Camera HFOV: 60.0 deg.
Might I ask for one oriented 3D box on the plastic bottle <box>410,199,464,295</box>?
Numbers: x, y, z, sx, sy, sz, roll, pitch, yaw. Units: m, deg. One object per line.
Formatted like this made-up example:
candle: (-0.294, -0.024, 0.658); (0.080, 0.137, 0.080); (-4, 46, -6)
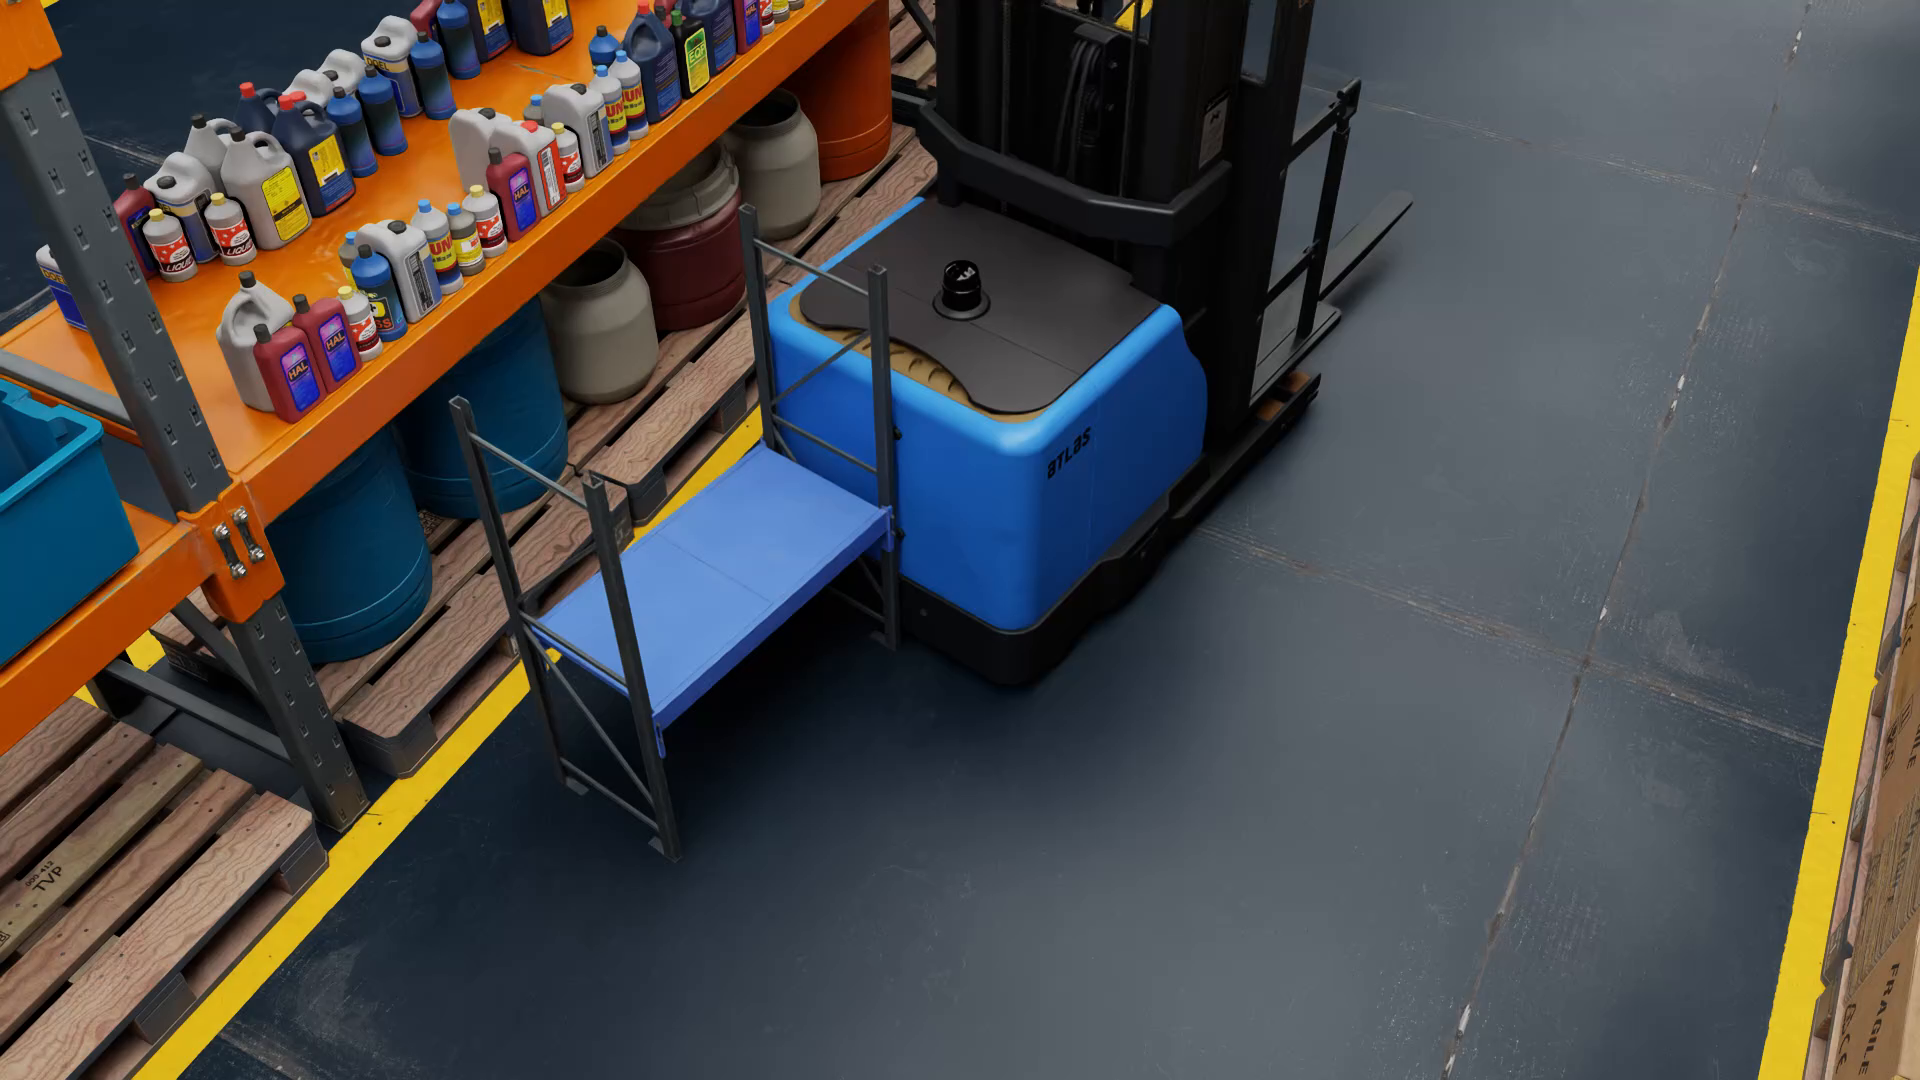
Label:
plastic bottle: (-1.429, -0.804, 4.526); (0.097, 0.271, 0.097); (0, 45, 0)

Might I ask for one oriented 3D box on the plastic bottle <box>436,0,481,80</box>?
plastic bottle: (-1.613, -1.624, 5.336); (0.097, 0.271, 0.097); (0, 45, 0)

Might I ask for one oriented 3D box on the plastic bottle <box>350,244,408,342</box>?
plastic bottle: (-1.537, -0.658, 4.382); (0.097, 0.271, 0.097); (0, 45, 0)

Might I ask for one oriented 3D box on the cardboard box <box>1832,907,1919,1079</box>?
cardboard box: (2.369, 1.258, 3.845); (0.500, 0.500, 0.500); (21, 49, 19)

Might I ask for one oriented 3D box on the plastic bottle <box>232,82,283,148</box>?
plastic bottle: (-2.006, -1.175, 4.837); (0.144, 0.351, 0.185); (20, 49, 19)

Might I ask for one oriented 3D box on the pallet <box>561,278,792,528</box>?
pallet: (-1.269, -0.653, 6.247); (1.003, 0.211, 1.213); (20, 49, 19)

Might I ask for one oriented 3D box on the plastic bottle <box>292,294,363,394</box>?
plastic bottle: (-1.619, -0.522, 4.239); (0.061, 0.283, 0.133); (20, 49, 19)

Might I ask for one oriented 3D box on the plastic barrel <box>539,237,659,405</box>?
plastic barrel: (-1.291, -0.772, 5.858); (0.421, 0.512, 0.421); (0, 45, 0)

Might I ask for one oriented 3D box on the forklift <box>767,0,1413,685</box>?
forklift: (0.682, -1.578, 5.249); (1.130, 2.935, 3.031); (28, 52, 25)

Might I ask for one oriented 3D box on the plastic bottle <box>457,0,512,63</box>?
plastic bottle: (-1.581, -1.753, 5.408); (0.144, 0.351, 0.185); (20, 49, 19)

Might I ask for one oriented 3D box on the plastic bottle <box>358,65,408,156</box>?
plastic bottle: (-1.747, -1.302, 5.018); (0.097, 0.271, 0.097); (0, 45, 0)

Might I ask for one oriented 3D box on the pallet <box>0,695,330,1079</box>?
pallet: (-2.536, 1.067, 4.547); (1.003, 0.211, 1.213); (20, 49, 19)

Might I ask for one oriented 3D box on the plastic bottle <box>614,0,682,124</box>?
plastic bottle: (-0.971, -1.489, 5.147); (0.144, 0.351, 0.185); (20, 49, 19)

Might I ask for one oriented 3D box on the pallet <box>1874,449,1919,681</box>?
pallet: (3.633, 0.167, 5.437); (1.003, 0.211, 1.213); (20, 49, 19)

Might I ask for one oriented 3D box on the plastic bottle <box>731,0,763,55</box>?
plastic bottle: (-0.713, -1.752, 5.455); (0.061, 0.283, 0.133); (20, 49, 19)

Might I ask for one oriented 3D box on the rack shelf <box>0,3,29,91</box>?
rack shelf: (-3.158, 0.069, 1.970); (1.077, 0.370, 4.000); (20, 49, 19)

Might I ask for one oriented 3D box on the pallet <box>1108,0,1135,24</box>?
pallet: (0.589, -3.170, 8.734); (1.003, 0.211, 1.213); (20, 49, 19)

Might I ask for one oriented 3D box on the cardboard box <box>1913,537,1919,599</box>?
cardboard box: (3.311, -0.023, 5.112); (0.500, 0.500, 0.500); (19, 48, 18)

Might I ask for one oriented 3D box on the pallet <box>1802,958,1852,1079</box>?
pallet: (2.501, 1.704, 3.918); (1.003, 0.211, 1.213); (20, 49, 19)

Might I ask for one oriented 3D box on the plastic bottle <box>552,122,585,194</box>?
plastic bottle: (-1.169, -1.133, 4.900); (0.097, 0.201, 0.097); (0, 45, 0)

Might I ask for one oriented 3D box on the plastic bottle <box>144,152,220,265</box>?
plastic bottle: (-2.163, -0.931, 4.648); (0.152, 0.276, 0.135); (20, 49, 19)

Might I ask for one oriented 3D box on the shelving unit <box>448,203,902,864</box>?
shelving unit: (-0.706, 0.009, 4.687); (0.538, 1.500, 1.048); (28, 52, 25)

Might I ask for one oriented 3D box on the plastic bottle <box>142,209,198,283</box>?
plastic bottle: (-2.187, -0.820, 4.592); (0.097, 0.201, 0.097); (0, 45, 0)

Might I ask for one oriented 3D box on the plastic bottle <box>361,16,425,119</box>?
plastic bottle: (-1.759, -1.479, 5.190); (0.152, 0.276, 0.135); (20, 49, 19)

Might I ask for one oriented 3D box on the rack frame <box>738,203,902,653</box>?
rack frame: (-0.398, -0.279, 4.971); (0.500, 1.500, 0.032); (28, 52, 25)

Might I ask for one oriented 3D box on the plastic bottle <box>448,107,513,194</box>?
plastic bottle: (-1.382, -1.145, 4.860); (0.152, 0.276, 0.135); (20, 49, 19)

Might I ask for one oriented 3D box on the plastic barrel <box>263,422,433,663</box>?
plastic barrel: (-1.961, -0.136, 4.956); (0.600, 0.901, 0.708); (20, 49, 19)

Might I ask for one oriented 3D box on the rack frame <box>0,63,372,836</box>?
rack frame: (-2.229, -0.389, 4.026); (1.000, 3.000, 0.127); (20, 49, 19)

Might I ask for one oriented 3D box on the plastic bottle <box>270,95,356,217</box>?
plastic bottle: (-1.879, -1.128, 4.790); (0.144, 0.351, 0.185); (20, 49, 19)

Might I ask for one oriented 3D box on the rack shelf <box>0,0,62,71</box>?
rack shelf: (-1.301, -2.451, 4.460); (1.077, 0.370, 4.000); (20, 49, 19)

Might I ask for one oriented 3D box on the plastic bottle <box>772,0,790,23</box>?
plastic bottle: (-0.630, -1.864, 5.623); (0.097, 0.201, 0.097); (0, 45, 0)

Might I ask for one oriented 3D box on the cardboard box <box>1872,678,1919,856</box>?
cardboard box: (2.836, 0.622, 4.475); (0.500, 0.500, 0.500); (19, 48, 18)

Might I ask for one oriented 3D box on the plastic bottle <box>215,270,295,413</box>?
plastic bottle: (-1.760, -0.512, 4.182); (0.144, 0.351, 0.185); (20, 49, 19)

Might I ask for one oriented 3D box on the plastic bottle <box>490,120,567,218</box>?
plastic bottle: (-1.247, -1.095, 4.810); (0.152, 0.276, 0.135); (20, 49, 19)

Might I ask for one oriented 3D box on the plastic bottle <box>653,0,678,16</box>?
plastic bottle: (-0.926, -1.684, 5.387); (0.061, 0.283, 0.133); (20, 49, 19)

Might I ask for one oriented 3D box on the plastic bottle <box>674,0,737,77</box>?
plastic bottle: (-0.824, -1.690, 5.346); (0.144, 0.351, 0.185); (20, 49, 19)

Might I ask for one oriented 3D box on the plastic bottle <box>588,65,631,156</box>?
plastic bottle: (-1.061, -1.303, 5.020); (0.097, 0.271, 0.097); (0, 45, 0)

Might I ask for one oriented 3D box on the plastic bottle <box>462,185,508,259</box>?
plastic bottle: (-1.338, -0.902, 4.673); (0.097, 0.201, 0.097); (0, 45, 0)

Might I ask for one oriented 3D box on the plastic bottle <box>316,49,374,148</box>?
plastic bottle: (-1.866, -1.333, 5.046); (0.152, 0.276, 0.135); (20, 49, 19)

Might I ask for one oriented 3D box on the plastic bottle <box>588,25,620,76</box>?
plastic bottle: (-1.099, -1.474, 5.188); (0.097, 0.271, 0.097); (0, 45, 0)

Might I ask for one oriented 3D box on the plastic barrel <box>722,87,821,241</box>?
plastic barrel: (-0.767, -1.483, 6.561); (0.421, 0.512, 0.421); (0, 45, 0)

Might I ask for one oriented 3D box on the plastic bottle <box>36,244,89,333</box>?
plastic bottle: (-2.332, -0.701, 4.421); (0.152, 0.276, 0.135); (20, 49, 19)
